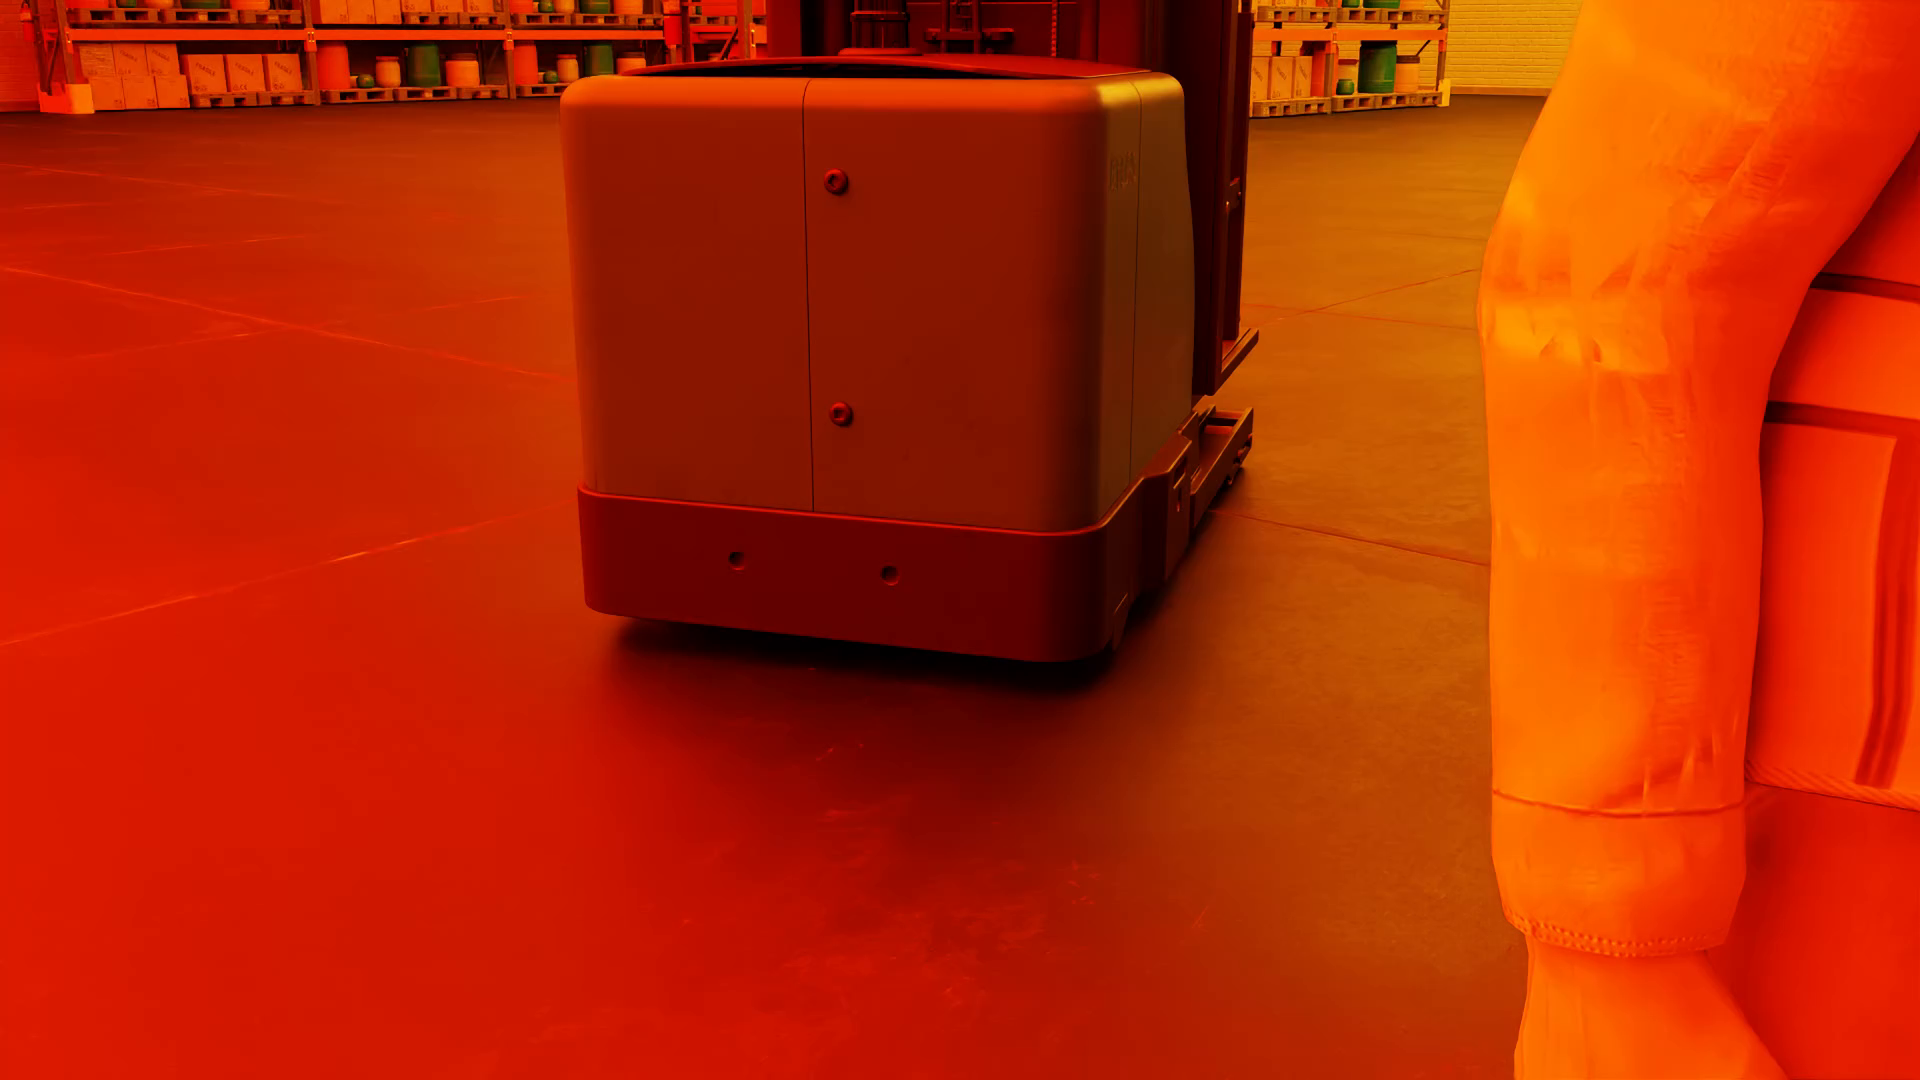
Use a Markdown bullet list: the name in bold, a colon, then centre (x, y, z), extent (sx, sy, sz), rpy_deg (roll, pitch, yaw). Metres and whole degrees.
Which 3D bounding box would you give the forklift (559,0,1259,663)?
- **forklift**: centre (0.182, -1.571, 4.072), extent (1.130, 2.935, 3.031), rpy_deg (5, 18, 17)
